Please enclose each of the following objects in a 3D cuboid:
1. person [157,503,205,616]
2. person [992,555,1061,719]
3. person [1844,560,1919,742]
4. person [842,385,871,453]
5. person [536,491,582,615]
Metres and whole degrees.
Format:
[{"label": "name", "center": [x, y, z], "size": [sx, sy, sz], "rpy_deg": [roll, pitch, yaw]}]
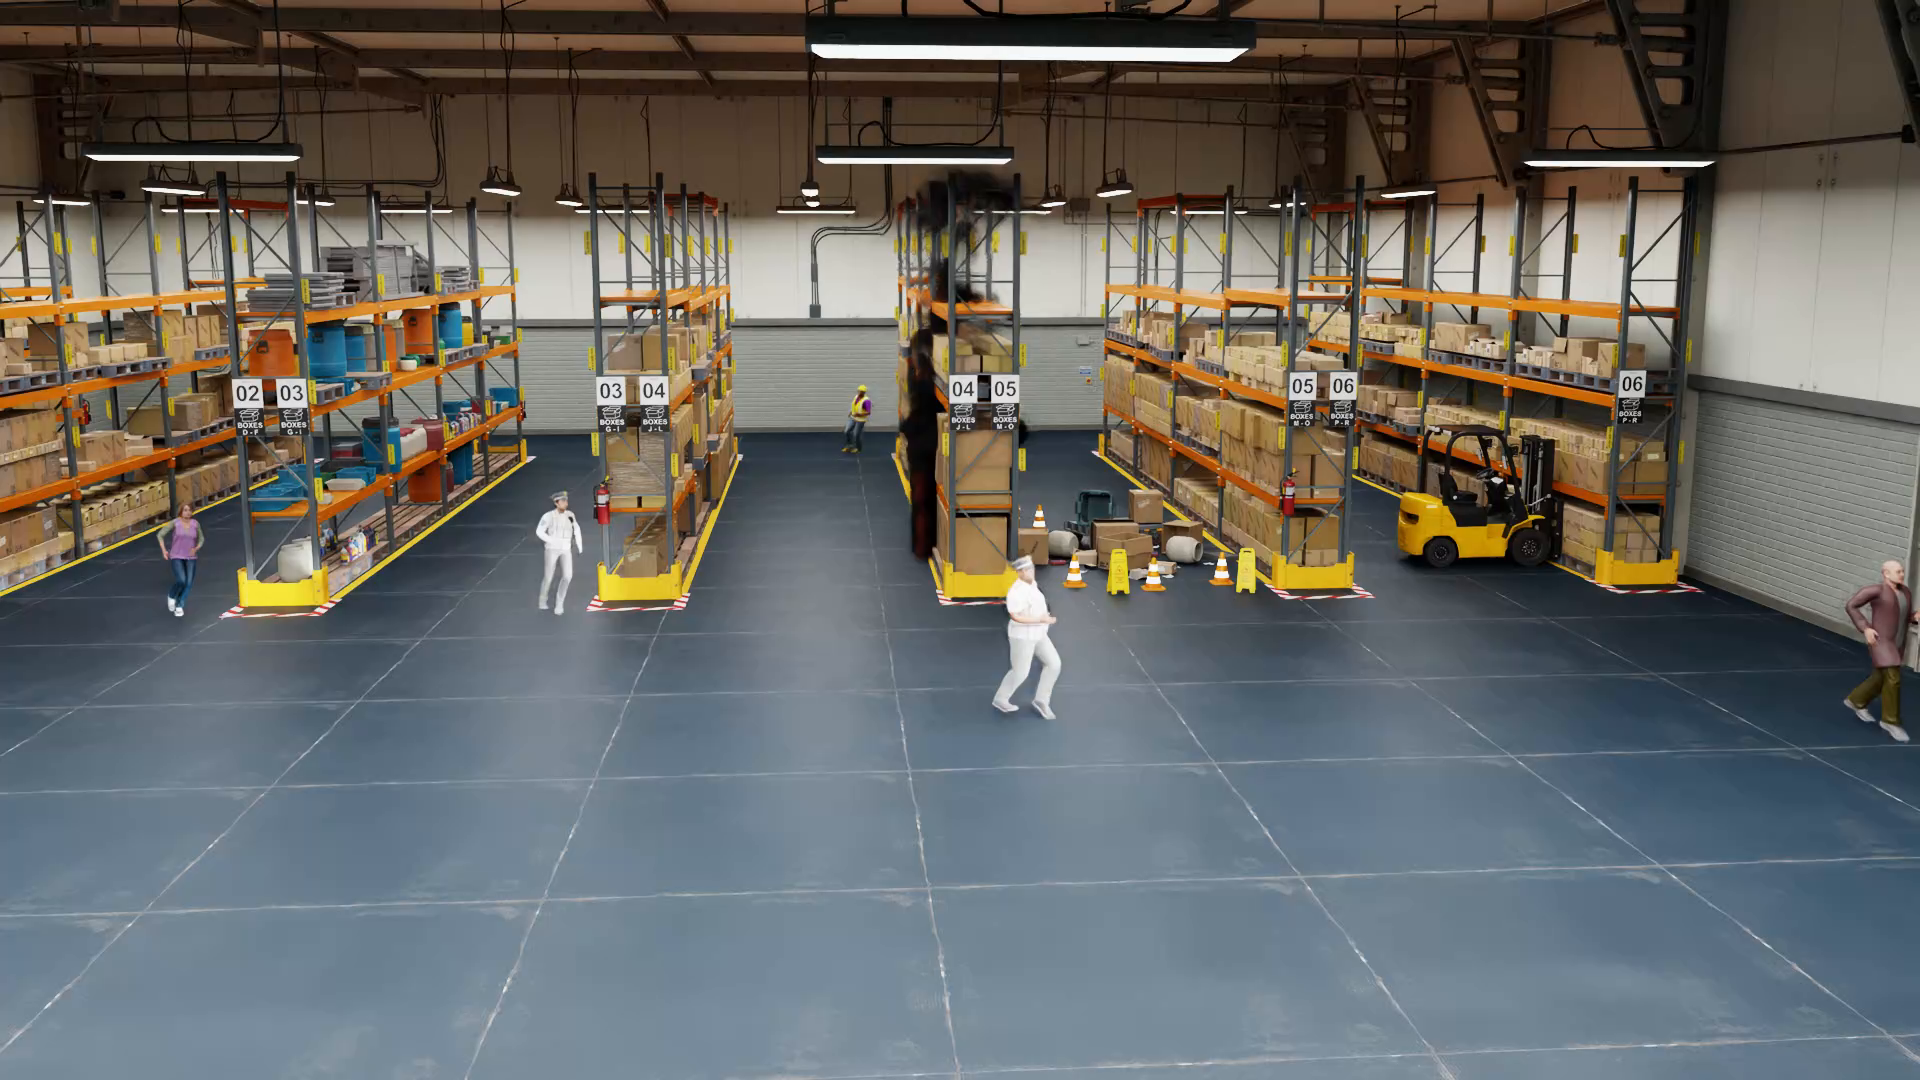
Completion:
[{"label": "person", "center": [-10.609, 0.267, 22.771], "size": [0.555, 1.549, 0.473], "rpy_deg": [-10, 14, -43]}, {"label": "person", "center": [0.727, 1.051, 17.823], "size": [0.767, 1.827, 0.670], "rpy_deg": [7, 12, 33]}, {"label": "person", "center": [9.605, 1.108, 17.283], "size": [0.694, 1.823, 0.876], "rpy_deg": [-5, 11, -24]}, {"label": "person", "center": [-2.505, -2.927, 40.399], "size": [0.870, 1.695, 0.661], "rpy_deg": [8, 13, 38]}, {"label": "person", "center": [-5.520, 0.169, 22.984], "size": [0.678, 1.708, 0.612], "rpy_deg": [-6, 12, -32]}]
